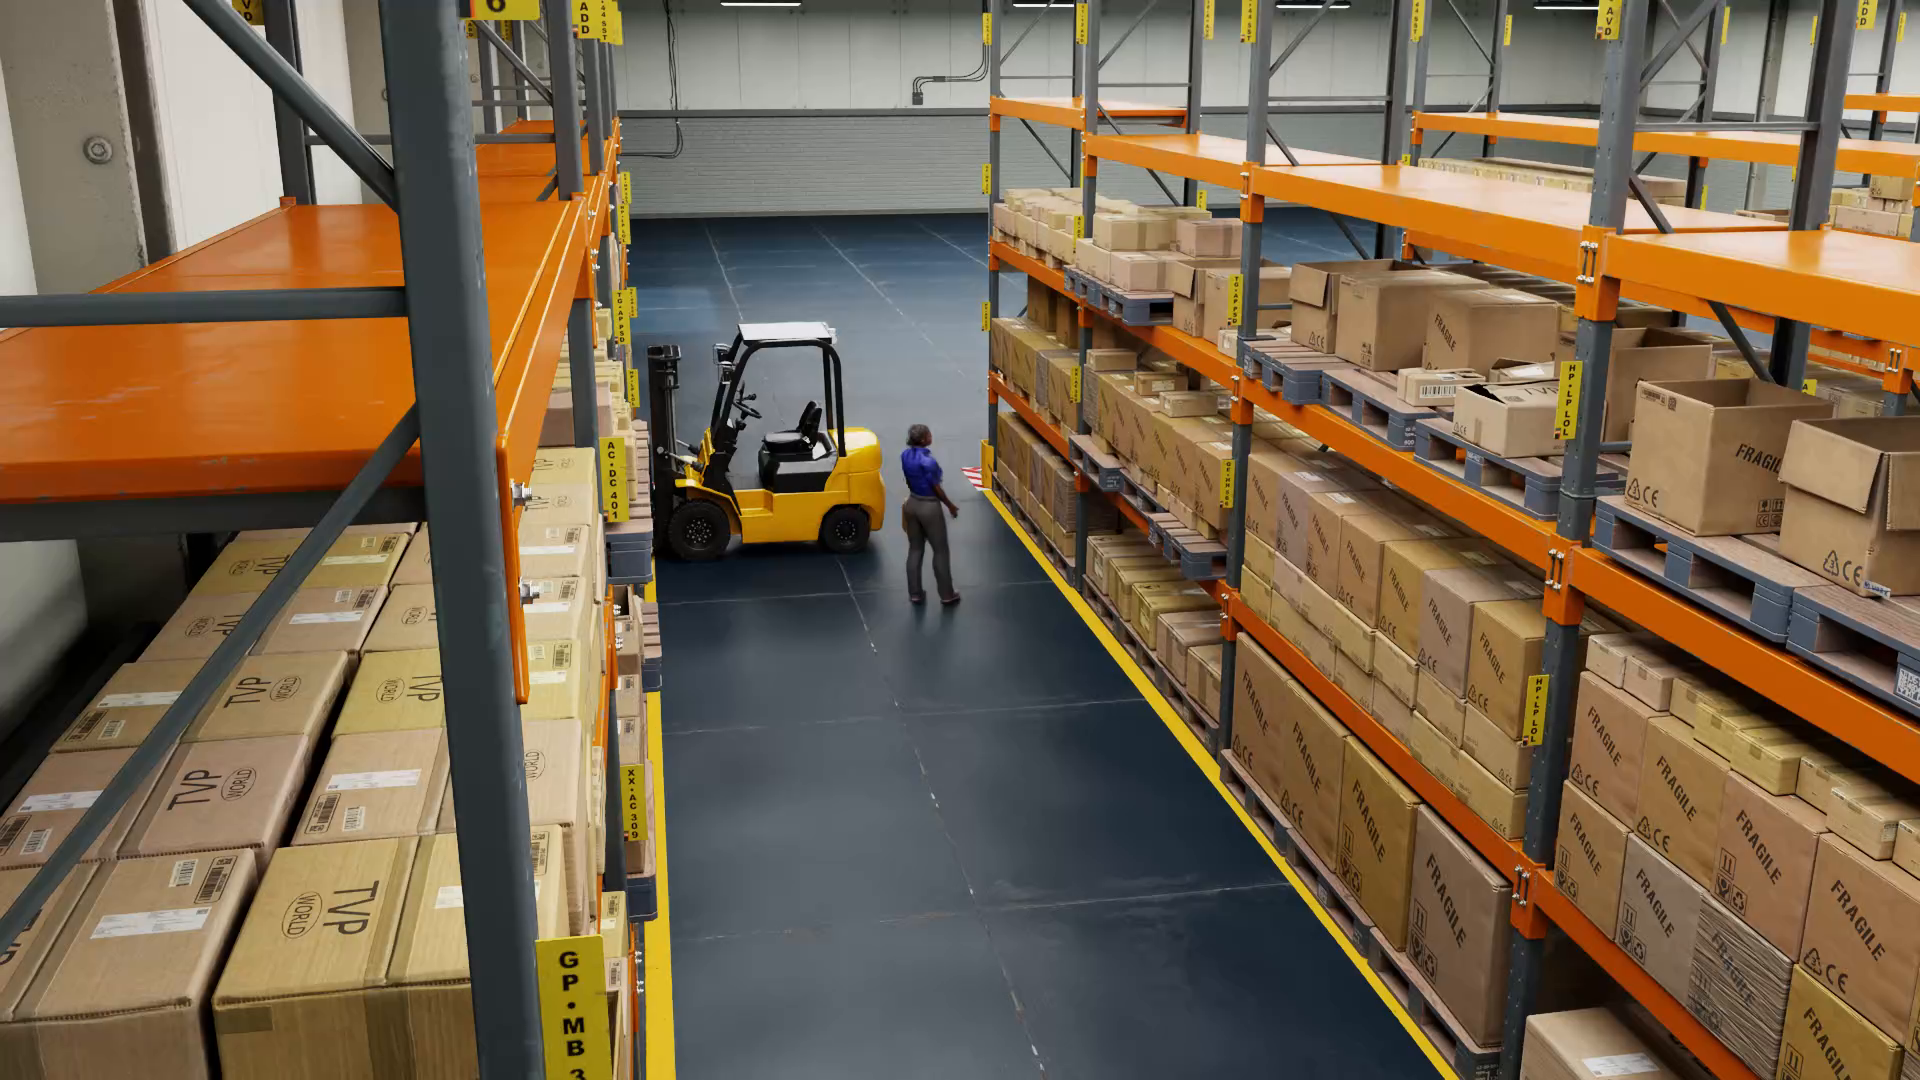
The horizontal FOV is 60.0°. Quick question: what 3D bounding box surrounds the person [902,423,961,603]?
[{"bbox_3d":[-0.269,-0.258,14.880,0.497,1.658,0.480,-15,22,-41],"label":"person"}]
